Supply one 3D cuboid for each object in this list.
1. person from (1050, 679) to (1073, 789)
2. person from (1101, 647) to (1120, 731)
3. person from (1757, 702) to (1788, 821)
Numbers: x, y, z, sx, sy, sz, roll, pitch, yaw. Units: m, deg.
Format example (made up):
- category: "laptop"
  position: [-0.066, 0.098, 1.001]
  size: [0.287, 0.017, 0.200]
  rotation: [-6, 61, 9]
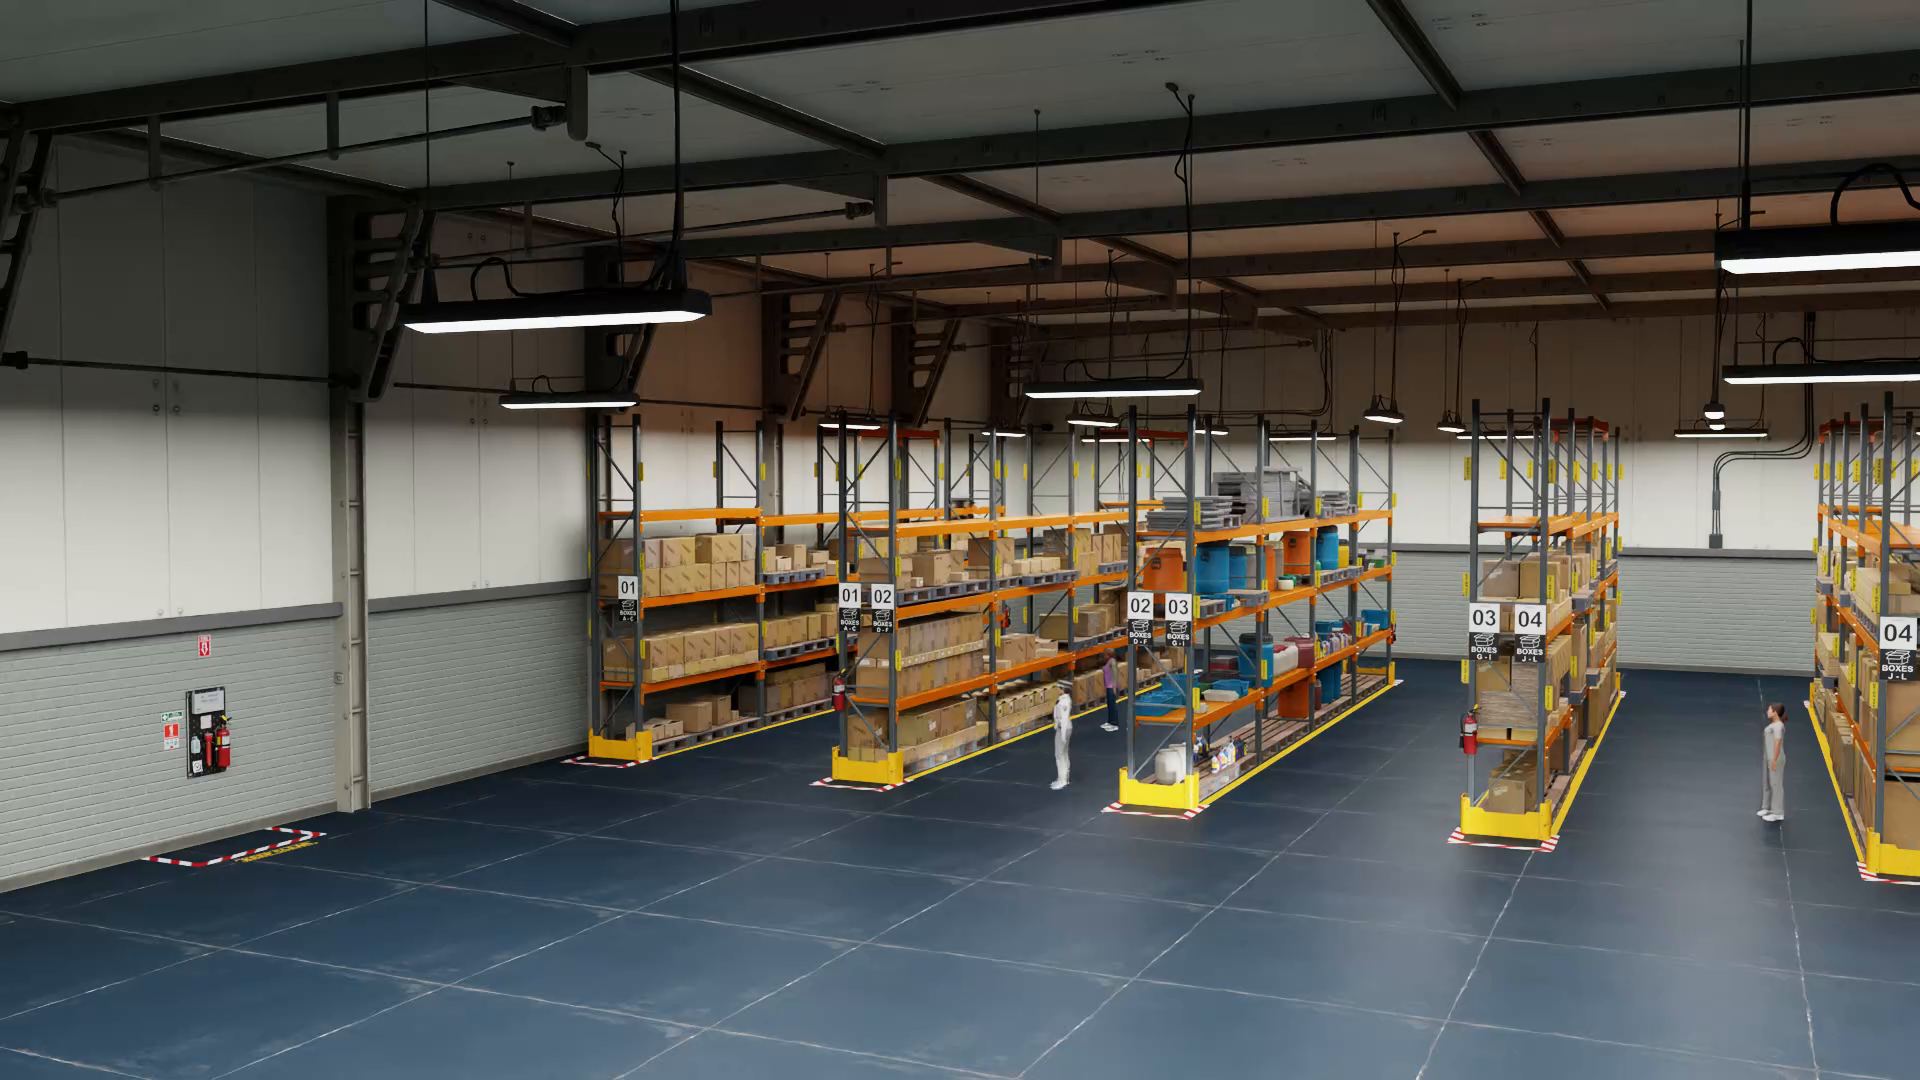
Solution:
- category: "person"
  position: [1.624, 3.084, 26.459]
  size: [0.342, 1.720, 0.576]
  rotation: [0, 2, 10]
- category: "person"
  position: [2.924, 2.878, 32.242]
  size: [0.354, 1.598, 0.498]
  rotation: [0, 2, -3]
- category: "person"
  position: [11.701, 3.173, 23.943]
  size: [0.363, 1.678, 0.479]
  rotation: [0, 2, 7]
